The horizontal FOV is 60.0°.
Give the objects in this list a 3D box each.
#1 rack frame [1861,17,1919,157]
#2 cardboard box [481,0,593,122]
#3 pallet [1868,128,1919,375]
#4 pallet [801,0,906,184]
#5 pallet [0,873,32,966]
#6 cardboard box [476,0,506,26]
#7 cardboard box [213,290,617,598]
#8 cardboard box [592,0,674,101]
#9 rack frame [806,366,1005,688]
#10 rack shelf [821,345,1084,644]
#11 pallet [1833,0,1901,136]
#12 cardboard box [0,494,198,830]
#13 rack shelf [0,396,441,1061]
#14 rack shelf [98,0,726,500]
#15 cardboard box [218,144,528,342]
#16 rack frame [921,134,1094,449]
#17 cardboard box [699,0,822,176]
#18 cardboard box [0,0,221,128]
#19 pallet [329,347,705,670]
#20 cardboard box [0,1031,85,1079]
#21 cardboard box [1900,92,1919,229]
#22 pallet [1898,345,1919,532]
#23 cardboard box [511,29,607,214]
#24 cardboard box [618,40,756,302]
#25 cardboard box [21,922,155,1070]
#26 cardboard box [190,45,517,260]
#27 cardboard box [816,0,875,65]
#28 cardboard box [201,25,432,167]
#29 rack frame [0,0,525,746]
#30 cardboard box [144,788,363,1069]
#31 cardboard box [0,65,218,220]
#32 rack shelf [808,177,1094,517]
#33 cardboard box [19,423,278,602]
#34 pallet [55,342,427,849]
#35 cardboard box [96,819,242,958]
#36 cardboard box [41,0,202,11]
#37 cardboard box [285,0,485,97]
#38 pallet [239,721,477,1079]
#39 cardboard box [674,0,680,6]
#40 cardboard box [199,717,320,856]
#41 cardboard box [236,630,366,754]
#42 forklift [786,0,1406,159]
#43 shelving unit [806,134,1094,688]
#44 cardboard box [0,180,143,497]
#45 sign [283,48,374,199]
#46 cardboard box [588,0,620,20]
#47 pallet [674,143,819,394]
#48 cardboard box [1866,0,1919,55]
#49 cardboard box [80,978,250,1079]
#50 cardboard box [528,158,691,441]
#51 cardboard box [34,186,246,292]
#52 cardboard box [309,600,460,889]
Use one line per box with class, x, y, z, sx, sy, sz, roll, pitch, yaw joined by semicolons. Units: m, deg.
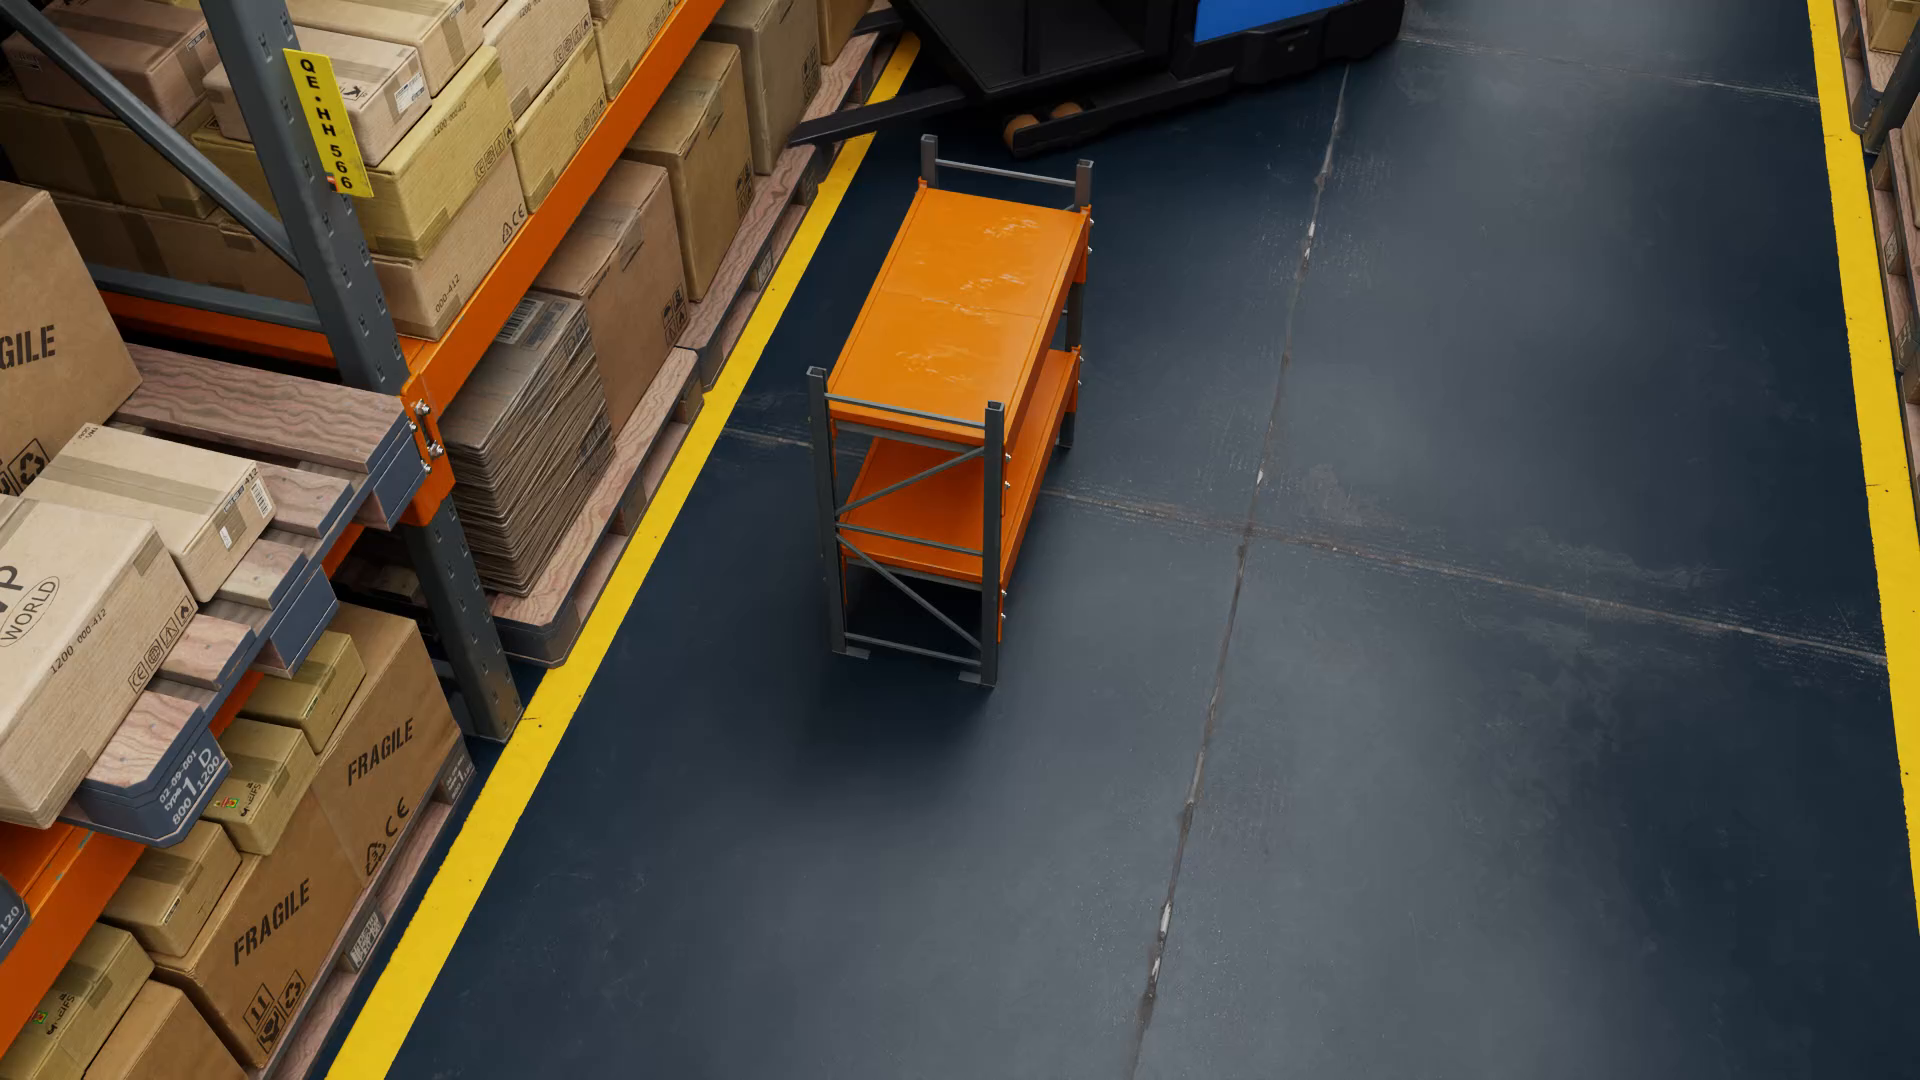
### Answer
rack frame;4.085;-2.467;5.427;1.000;3.000;0.127;12;50;10
cardboard box;-1.272;-1.301;4.164;0.500;0.250;0.500;13;50;11
pallet;3.881;-0.981;5.975;1.003;0.211;1.213;12;50;10
pallet;-0.861;-1.981;6.857;1.003;0.211;1.213;12;50;10
pallet;-2.265;0.920;2.565;1.003;0.211;1.213;12;50;10
cardboard box;-1.278;-1.355;3.946;0.380;0.149;0.250;13;50;11
cardboard box;-1.580;-0.352;4.864;0.875;0.625;0.625;13;50;11
cardboard box;-1.139;-1.511;4.683;0.500;0.250;0.500;10;49;9
rack frame;-0.136;0.000;4.499;0.500;1.125;0.032;12;50;10
rack shelf;-0.002;-0.206;5.007;0.538;0.278;1.000;12;50;10
pallet;4.228;-2.037;6.907;1.003;0.211;1.213;12;50;10
cardboard box;-1.723;0.187;2.904;0.500;0.250;0.500;9;49;8
rack shelf;-2.284;1.134;2.728;1.077;0.370;4.000;12;50;10
rack shelf;-1.231;-1.759;5.282;1.077;0.370;4.000;12;50;10
cardboard box;-1.405;-0.774;4.032;0.500;0.250;0.500;12;50;10
rack frame;0.132;-0.735;5.148;0.500;1.125;0.032;12;50;10
cardboard box;-1.043;-1.858;6.193;0.875;0.625;0.625;11;50;10
cardboard box;-1.867;-1.074;3.698;0.380;0.149;0.250;13;50;11
pallet;-1.503;-0.216;5.300;1.003;0.211;1.213;12;50;10
cardboard box;-1.975;1.078;3.253;0.380;0.149;0.250;11;49;9
cardboard box;3.949;-1.357;5.919;0.950;0.372;0.625;12;50;11
pallet;3.562;-0.096;5.194;1.003;0.211;1.213;12;50;10
cardboard box;-1.268;-1.137;4.353;0.500;0.250;0.500;11;49;9
cardboard box;-1.239;-1.314;5.713;0.875;0.625;0.625;10;49;8
cardboard box;-1.910;0.897;3.412;0.380;0.149;0.250;13;50;11
cardboard box;-1.381;-0.934;3.841;0.500;0.250;0.500;12;50;10
cardboard box;-0.831;-2.418;6.687;0.875;0.625;0.625;14;50;12
cardboard box;-1.389;-0.971;3.607;0.380;0.149;0.250;13;50;11
rack frame;-1.757;-0.551;3.736;1.000;3.000;0.127;12;50;10
cardboard box;-1.803;0.846;3.890;0.500;0.500;0.500;11;49;9
cardboard box;-1.907;-1.046;3.939;0.500;0.250;0.500;13;50;11
rack shelf;-0.002;-0.561;4.605;0.538;0.278;1.000;12;50;10
cardboard box;-1.560;-0.056;3.186;0.380;0.149;0.250;12;50;11
pallet;-1.868;0.017;3.363;1.213;0.211;1.003;12;50;10
cardboard box;-1.797;0.715;3.573;0.380;0.149;0.250;10;49;9
cardboard box;-1.906;-1.285;3.884;0.380;0.149;0.250;13;50;11
cardboard box;-1.320;-1.164;3.778;0.380;0.149;0.250;13;50;11
pallet;-1.990;0.904;4.311;1.003;0.211;1.213;12;50;10
cardboard box;-1.001;-1.886;5.014;0.500;0.250;0.500;13;50;11
cardboard box;-1.685;0.533;3.733;0.380;0.149;0.250;9;49;8
cardboard box;-1.643;0.330;3.913;0.380;0.149;0.250;9;49;8
forklift;0.304;-2.932;5.883;3.031;2.935;1.130;-19;51;-16
shelving unit;-0.002;-0.367;4.824;0.538;1.125;1.048;12;50;10
cardboard box;-2.044;-0.381;3.239;0.500;0.500;0.500;14;50;12
sign;-1.231;-0.808;3.243;0.100;0.325;0.005;12;50;10
cardboard box;-1.117;-1.676;4.495;0.500;0.250;0.500;10;49;9
pallet;-1.180;-1.096;6.076;1.003;0.211;1.213;12;50;10
cardboard box;3.981;-2.177;6.725;0.500;0.250;0.500;14;50;12
cardboard box;-1.938;1.225;3.556;0.500;0.500;0.500;14;50;12
cardboard box;-1.416;-0.827;5.283;0.875;0.625;0.625;13;50;11
cardboard box;-1.886;-0.877;4.123;0.500;0.250;0.500;11;49;9
cardboard box;-1.661;0.486;4.208;0.500;0.500;0.500;13;50;11
